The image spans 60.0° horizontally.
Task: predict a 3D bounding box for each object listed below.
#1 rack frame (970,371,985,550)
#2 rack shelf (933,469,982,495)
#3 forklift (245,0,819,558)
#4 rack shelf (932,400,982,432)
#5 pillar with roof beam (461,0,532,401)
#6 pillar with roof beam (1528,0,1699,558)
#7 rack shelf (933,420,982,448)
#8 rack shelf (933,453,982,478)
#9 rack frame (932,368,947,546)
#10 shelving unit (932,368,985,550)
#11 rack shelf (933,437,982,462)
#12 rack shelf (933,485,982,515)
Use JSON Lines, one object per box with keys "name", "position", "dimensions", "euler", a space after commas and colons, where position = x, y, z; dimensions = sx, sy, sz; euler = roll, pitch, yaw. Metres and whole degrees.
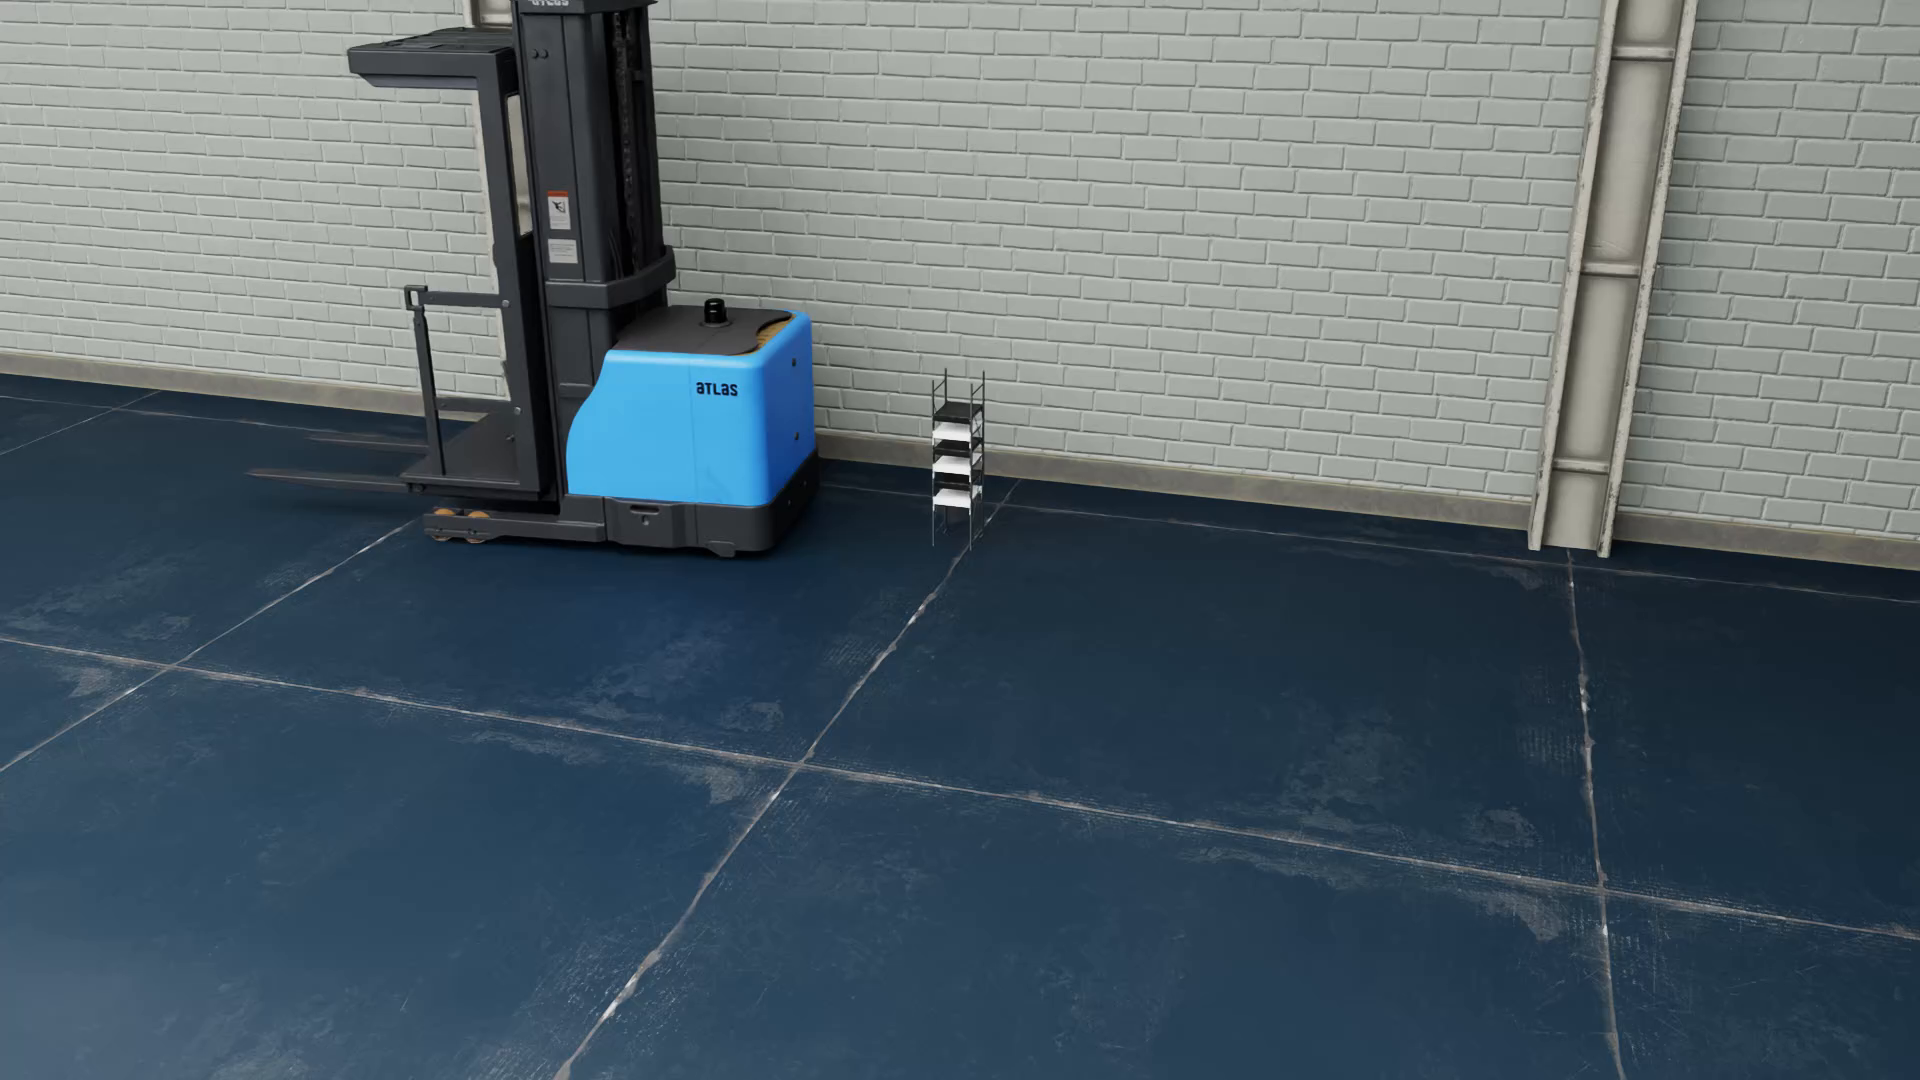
{"name": "rack frame", "position": [0.090, -0.406, 8.574], "dimensions": [0.006, 0.900, 0.240], "euler": [7, 23, 16]}
{"name": "rack shelf", "position": [-0.008, -0.303, 8.648], "dimensions": [0.200, 0.077, 0.258], "euler": [7, 23, 16]}
{"name": "forklift", "position": [-2.354, -1.528, 8.632], "dimensions": [3.031, 2.935, 1.130], "euler": [4, 23, 10]}
{"name": "rack shelf", "position": [-0.008, -0.636, 8.512], "dimensions": [0.200, 0.077, 0.258], "euler": [7, 23, 16]}
{"name": "pillar with roof beam", "position": [-3.795, -3.243, 4.818], "dimensions": [0.400, 9.000, 9.100], "euler": [7, 23, 16]}
{"name": "pillar with roof beam", "position": [1.950, -2.585, 3.214], "dimensions": [0.400, 9.000, 9.100], "euler": [7, 23, 16]}
{"name": "rack shelf", "position": [-0.008, -0.553, 8.546], "dimensions": [0.200, 0.077, 0.258], "euler": [7, 23, 16]}
{"name": "rack shelf", "position": [-0.008, -0.386, 8.614], "dimensions": [0.200, 0.077, 0.258], "euler": [7, 23, 16]}
{"name": "rack frame", "position": [-0.105, -0.428, 8.629], "dimensions": [0.006, 0.900, 0.240], "euler": [7, 23, 16]}
{"name": "shelving unit", "position": [-0.008, -0.417, 8.601], "dimensions": [0.210, 0.900, 0.258], "euler": [7, 23, 16]}
{"name": "rack shelf", "position": [-0.008, -0.470, 8.580], "dimensions": [0.200, 0.077, 0.258], "euler": [7, 23, 16]}
{"name": "rack shelf", "position": [-0.008, -0.220, 8.682], "dimensions": [0.200, 0.077, 0.258], "euler": [7, 23, 16]}
